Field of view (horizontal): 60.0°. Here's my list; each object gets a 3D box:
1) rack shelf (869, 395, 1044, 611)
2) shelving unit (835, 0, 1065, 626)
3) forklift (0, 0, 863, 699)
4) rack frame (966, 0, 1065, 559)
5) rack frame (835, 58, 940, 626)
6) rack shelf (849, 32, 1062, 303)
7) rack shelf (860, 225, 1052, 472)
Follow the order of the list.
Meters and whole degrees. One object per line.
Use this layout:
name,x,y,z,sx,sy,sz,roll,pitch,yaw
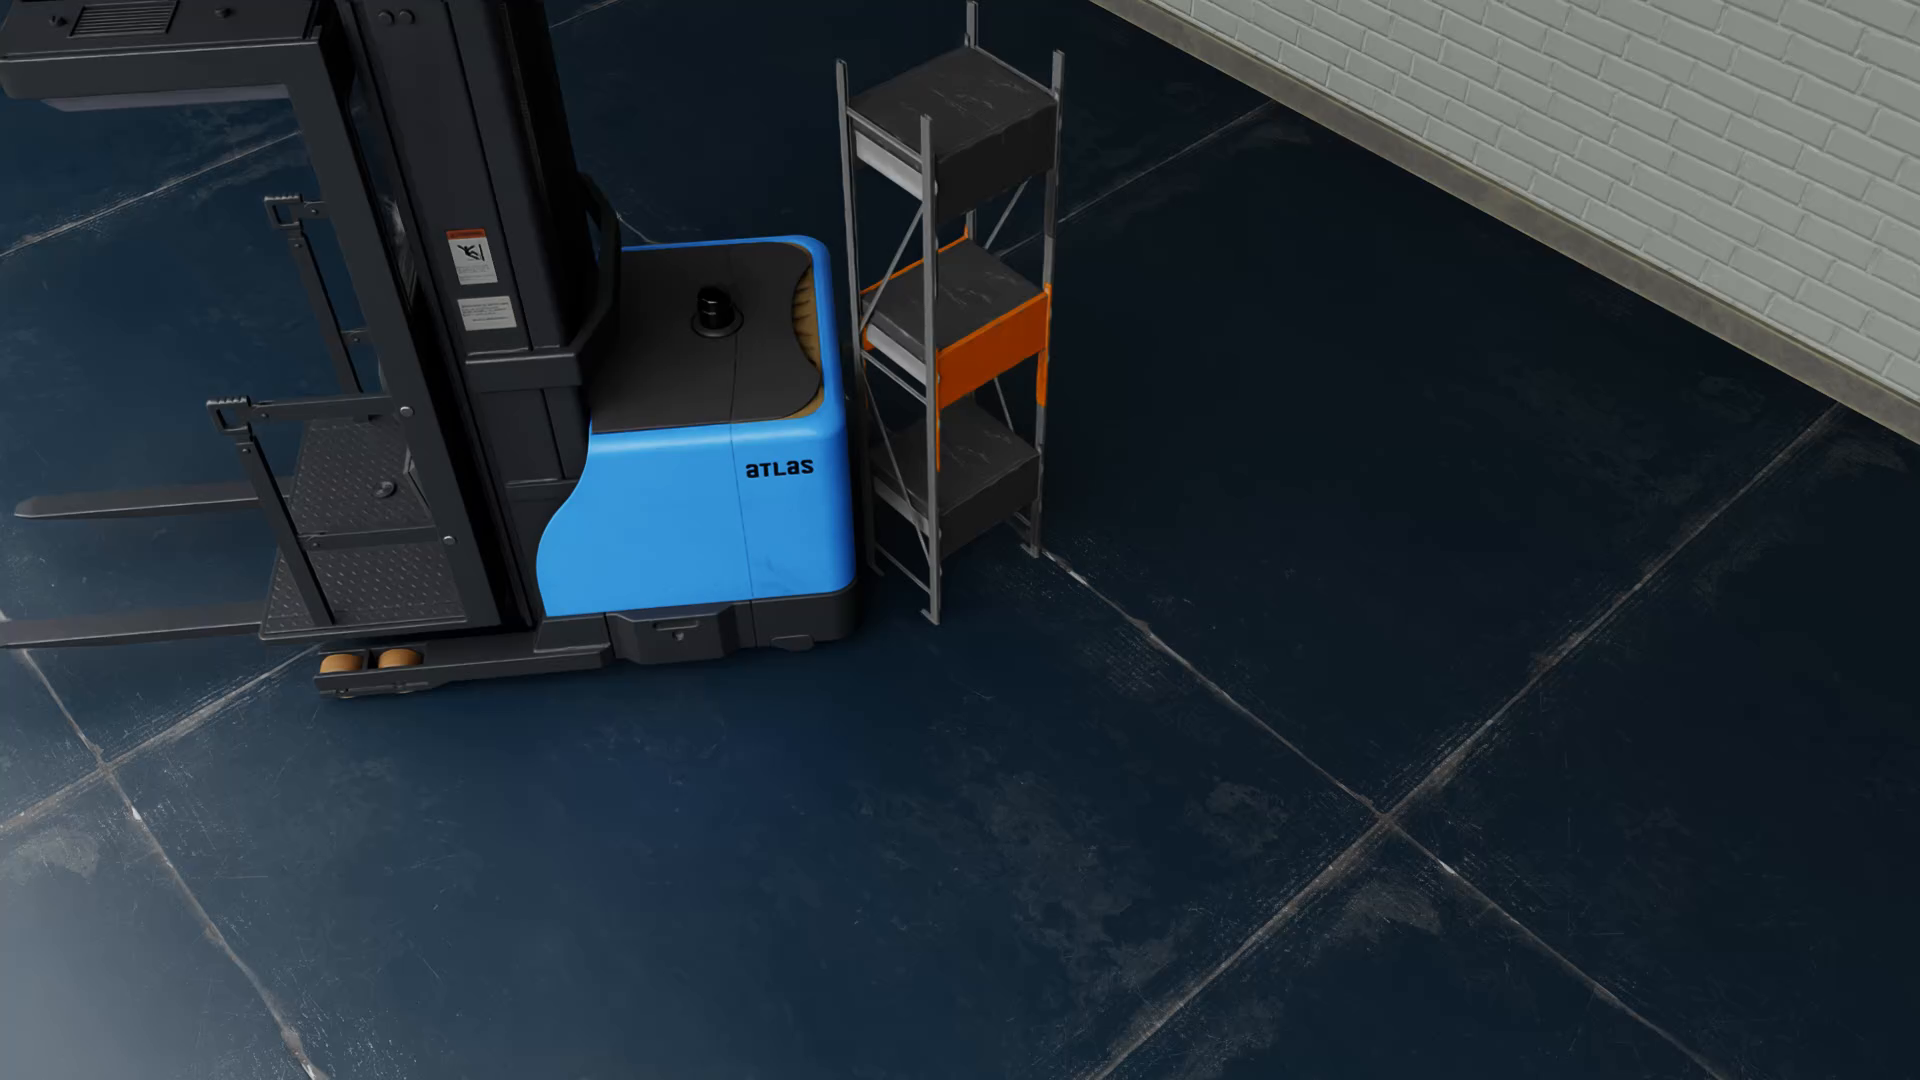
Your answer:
rack shelf,-0.026,-0.151,5.931,0.480,0.518,0.431,-33,55,-27
shelving unit,-0.026,-0.635,5.407,0.503,2.100,0.431,-33,55,-27
forklift,-1.897,-0.860,5.049,3.031,2.935,1.130,-5,47,-4
rack frame,0.157,-0.753,5.516,0.015,2.100,0.400,-33,55,-27
rack frame,-0.209,-0.516,5.298,0.015,2.100,0.400,-33,55,-27
rack shelf,-0.026,-1.100,4.902,0.480,0.518,0.431,-33,55,-27
rack shelf,-0.026,-0.625,5.417,0.480,0.518,0.431,-33,55,-27
